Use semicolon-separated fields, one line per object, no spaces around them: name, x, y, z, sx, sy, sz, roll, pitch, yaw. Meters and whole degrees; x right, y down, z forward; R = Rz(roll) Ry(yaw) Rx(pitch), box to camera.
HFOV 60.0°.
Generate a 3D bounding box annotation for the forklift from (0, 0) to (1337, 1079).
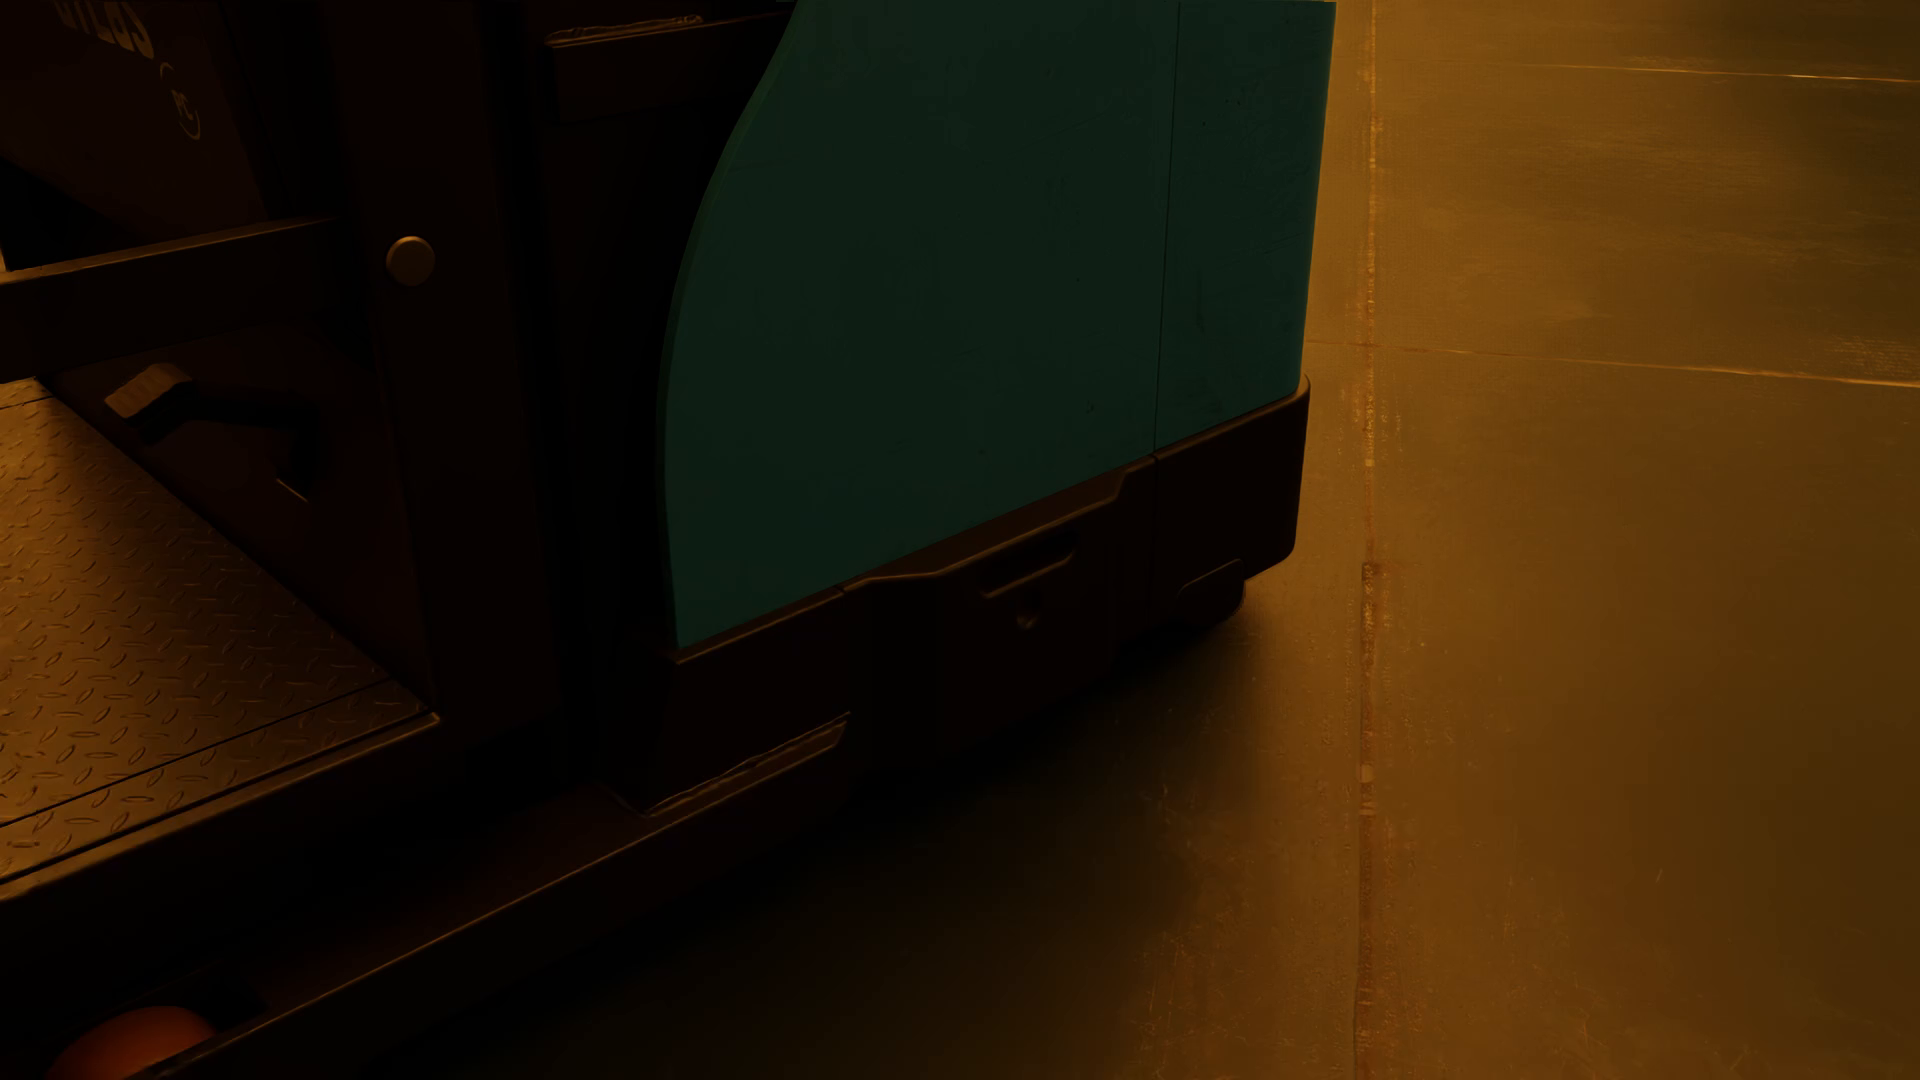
forklift;-0.951;-0.953;1.135;3.031;2.935;1.130;-23;35;-38
